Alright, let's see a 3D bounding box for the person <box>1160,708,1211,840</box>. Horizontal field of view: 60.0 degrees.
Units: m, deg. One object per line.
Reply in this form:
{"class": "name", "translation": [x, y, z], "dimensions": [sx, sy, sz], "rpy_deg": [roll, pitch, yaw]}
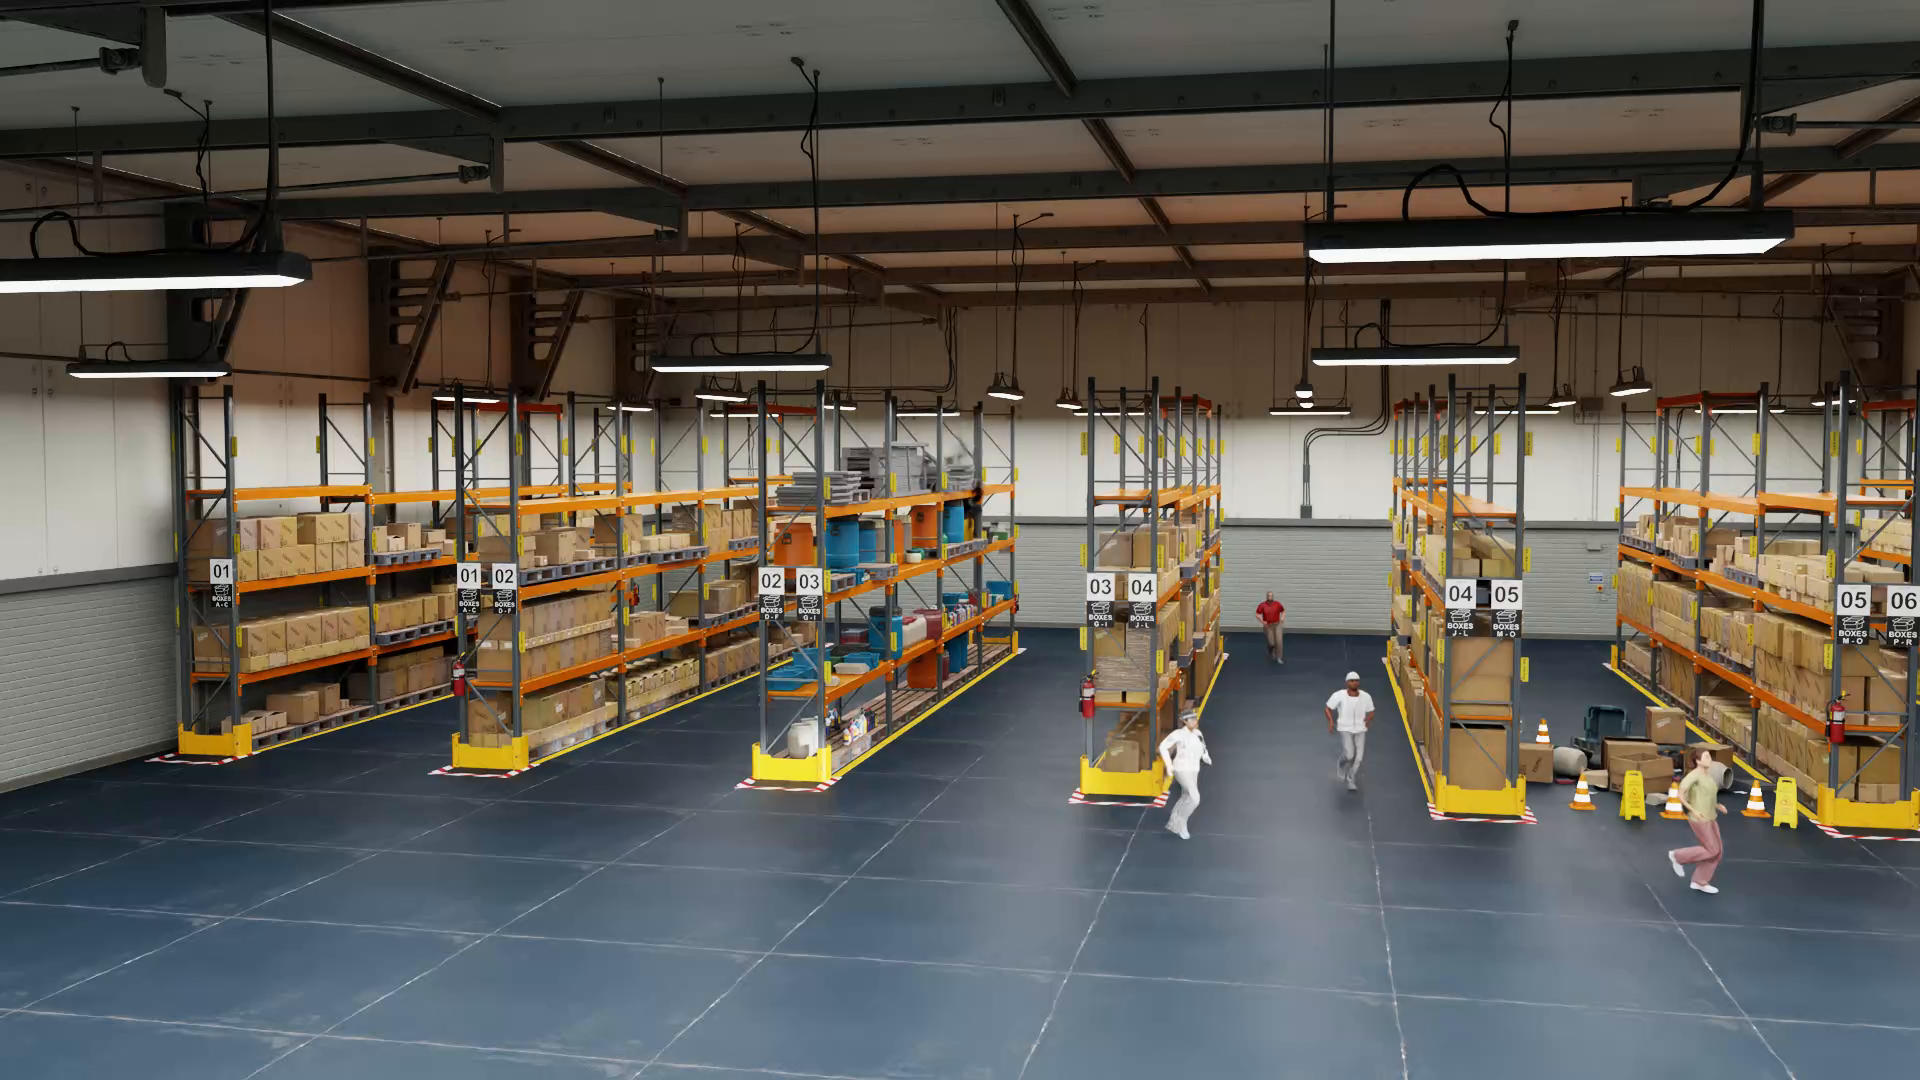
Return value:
{"class": "person", "translation": [2.913, 2.974, 21.227], "dimensions": [0.577, 1.687, 0.730], "rpy_deg": [-3, 4, -39]}

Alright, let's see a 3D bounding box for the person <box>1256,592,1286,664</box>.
{"class": "person", "translation": [7.208, 2.023, 38.486], "dimensions": [0.685, 1.662, 0.649], "rpy_deg": [0, 3, -1]}

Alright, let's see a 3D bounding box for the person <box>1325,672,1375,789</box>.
{"class": "person", "translation": [5.719, 2.782, 24.242], "dimensions": [0.698, 1.720, 0.576], "rpy_deg": [0, 3, -2]}

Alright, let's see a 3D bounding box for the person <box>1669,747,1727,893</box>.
{"class": "person", "translation": [8.336, 3.144, 18.773], "dimensions": [0.583, 1.626, 0.562], "rpy_deg": [-3, 4, -41]}
